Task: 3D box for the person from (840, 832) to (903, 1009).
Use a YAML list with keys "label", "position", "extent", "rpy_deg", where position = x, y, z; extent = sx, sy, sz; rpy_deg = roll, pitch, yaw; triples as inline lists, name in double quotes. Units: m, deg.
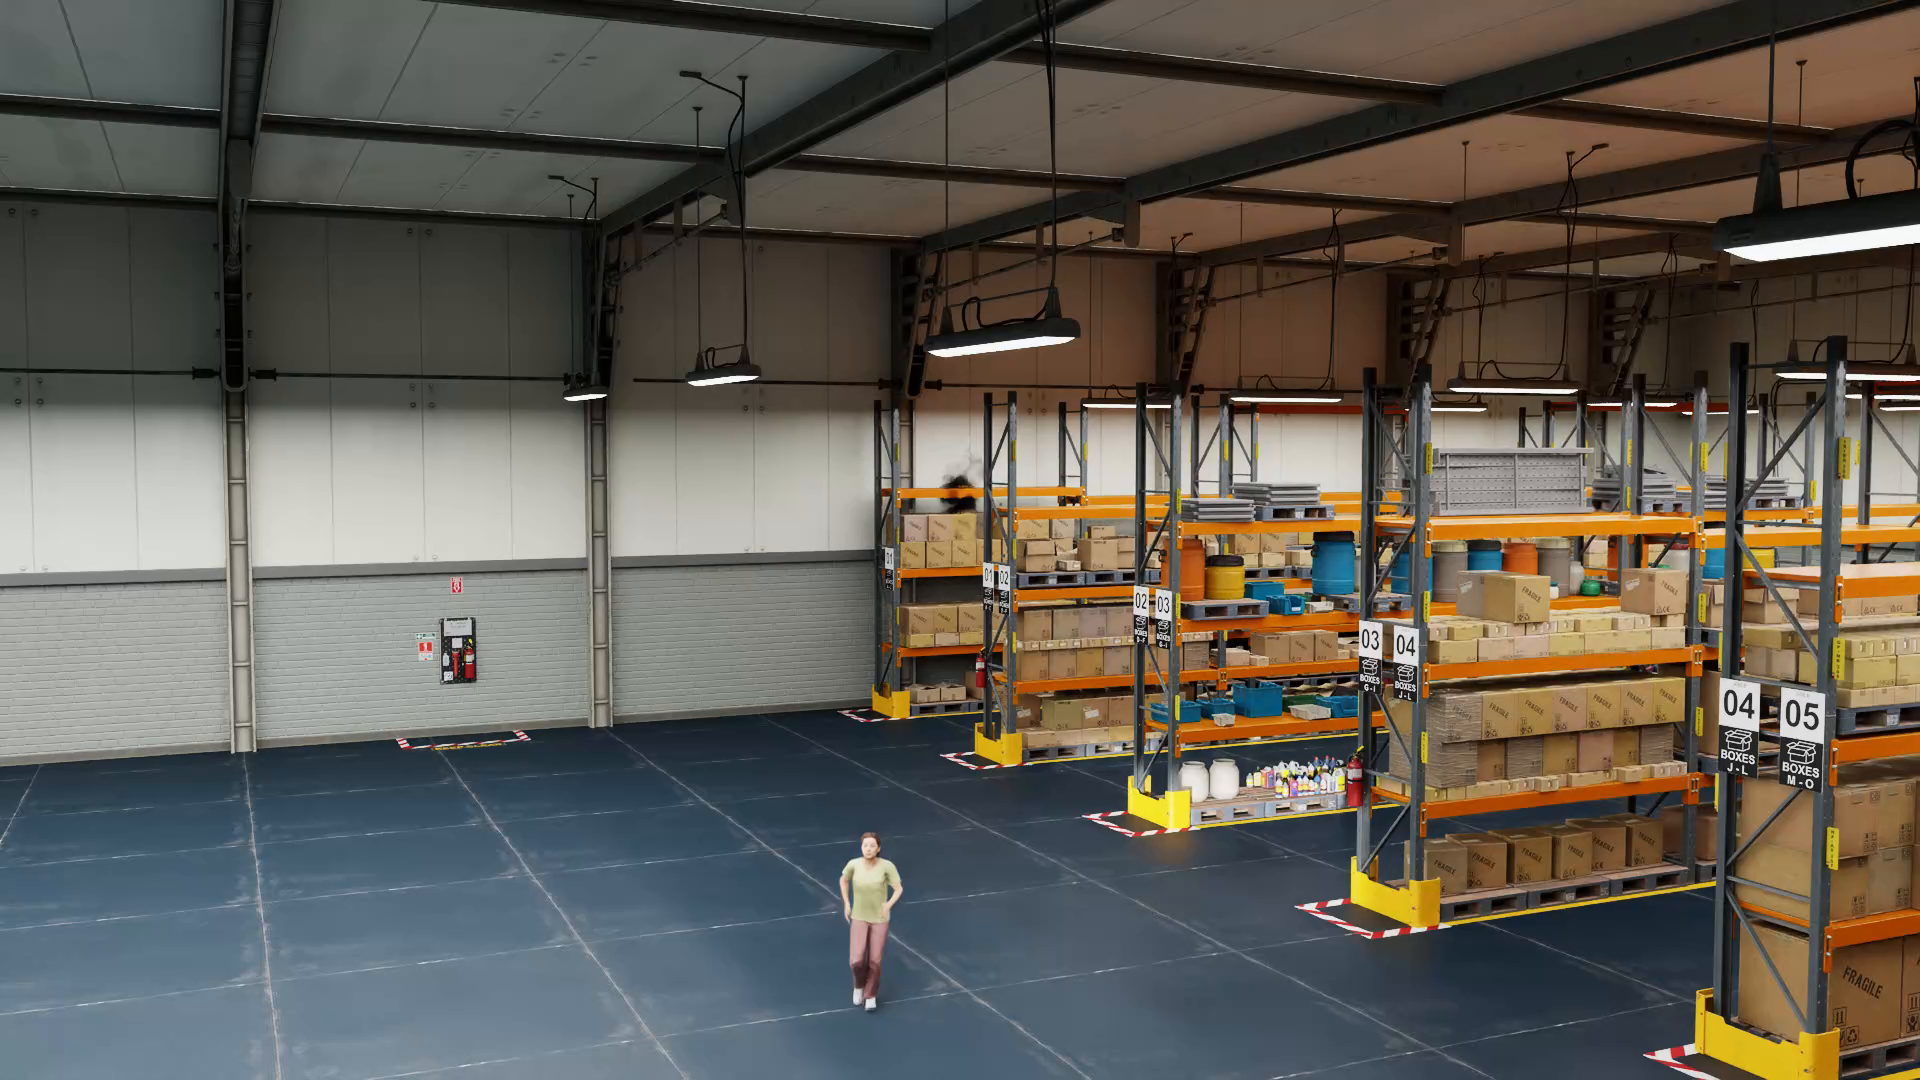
- label: "person"
  position: [-0.811, 3.460, 15.092]
  extent: [0.587, 1.637, 0.549]
  rpy_deg: [0, 3, 0]
